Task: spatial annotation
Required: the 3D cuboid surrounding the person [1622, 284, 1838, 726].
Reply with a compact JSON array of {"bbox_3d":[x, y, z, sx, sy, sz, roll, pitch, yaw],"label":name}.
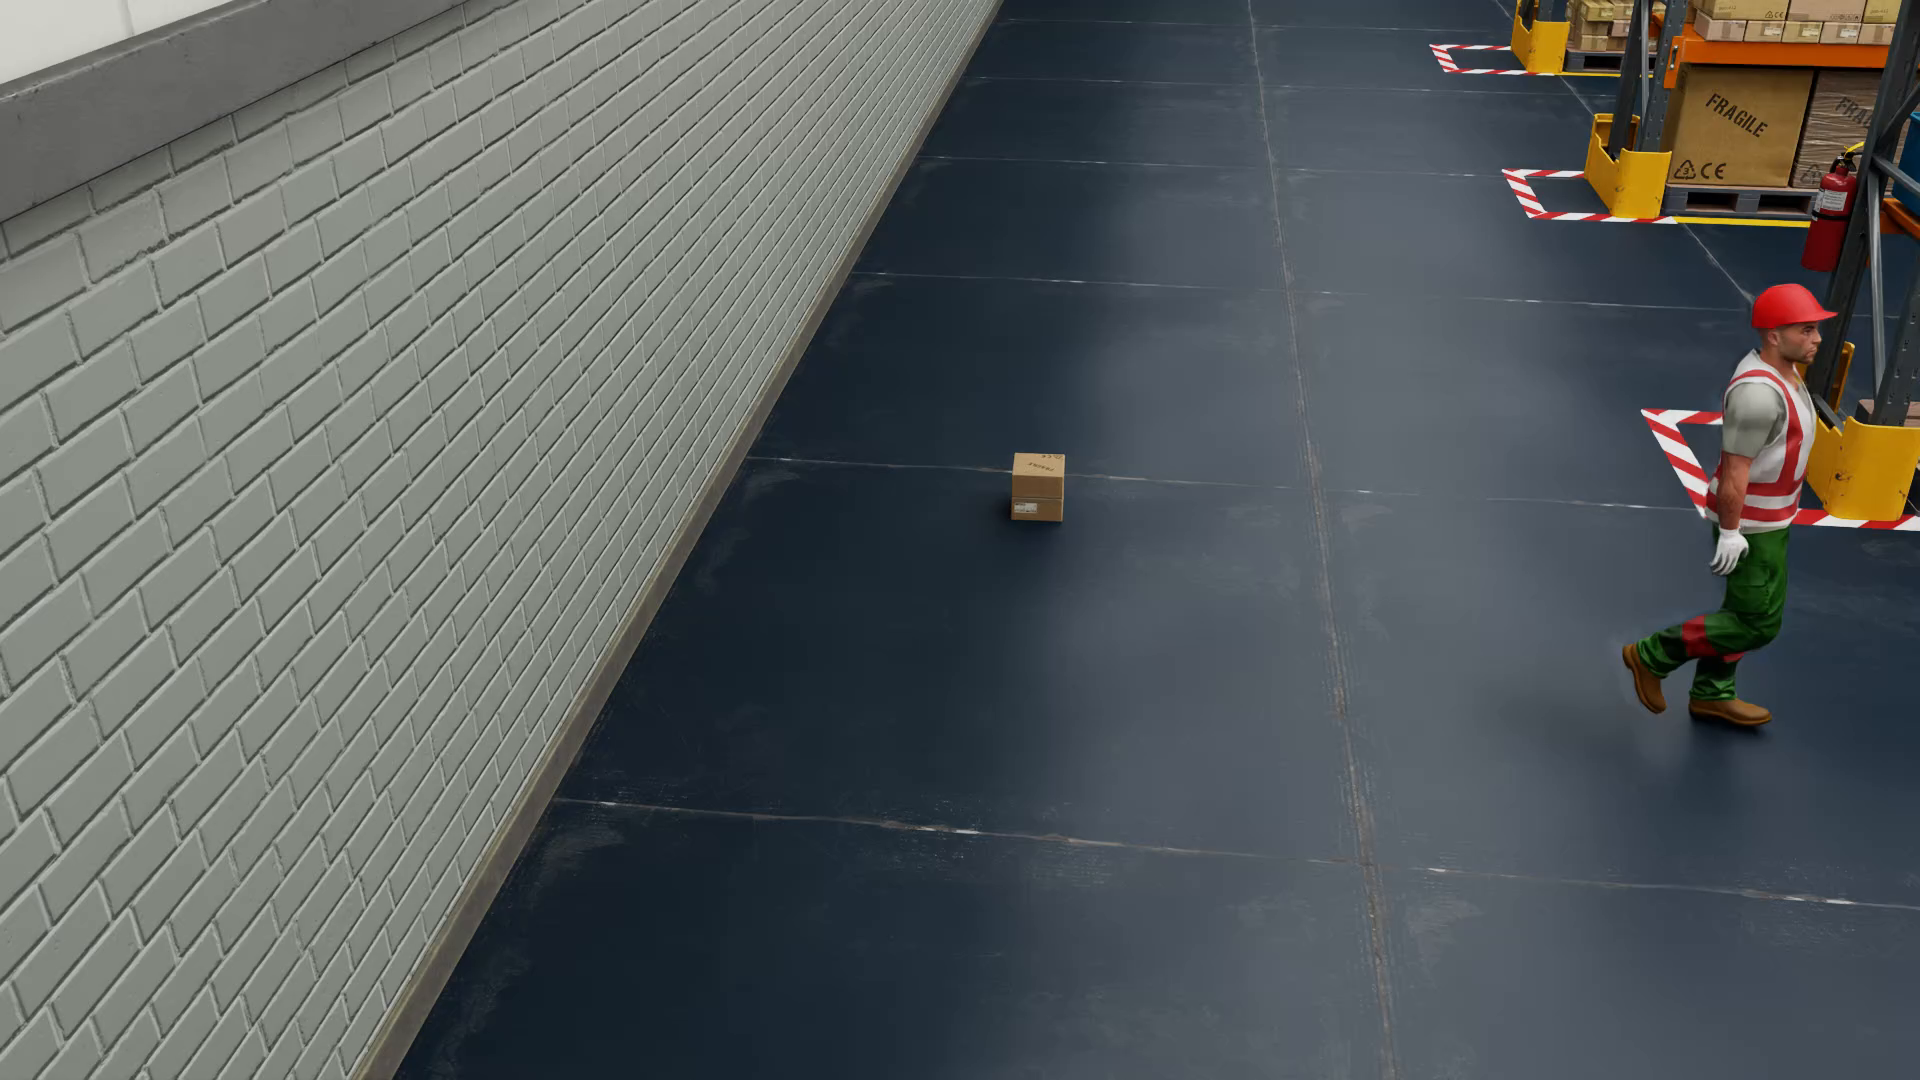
[{"bbox_3d":[2.942,-0.092,6.224,0.525,1.782,0.537,16,32,28],"label":"person"}]
